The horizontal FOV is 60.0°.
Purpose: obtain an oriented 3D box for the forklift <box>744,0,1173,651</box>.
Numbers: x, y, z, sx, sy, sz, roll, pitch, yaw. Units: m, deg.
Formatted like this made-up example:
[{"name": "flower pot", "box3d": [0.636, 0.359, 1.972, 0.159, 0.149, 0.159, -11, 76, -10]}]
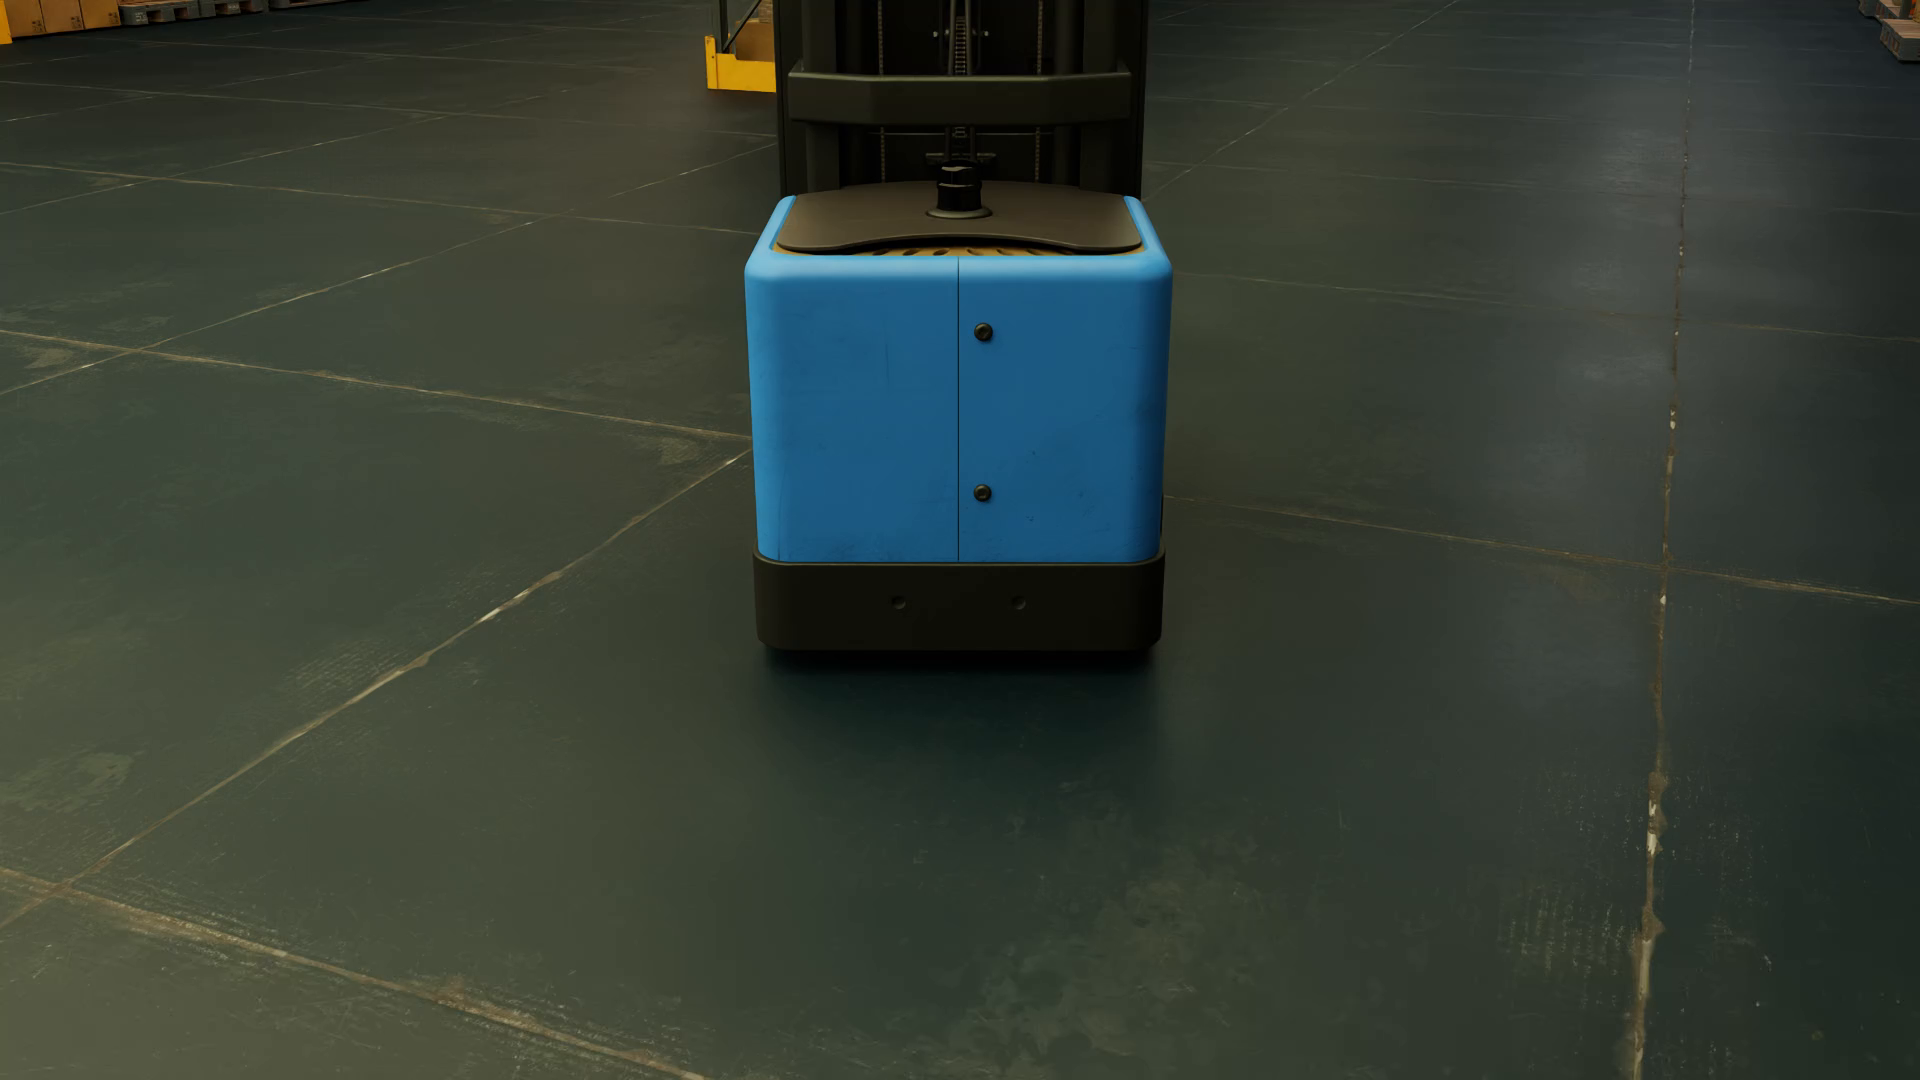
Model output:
[{"name": "forklift", "box3d": [0.002, -1.587, 5.089, 1.130, 2.935, 3.031, 0, 23, 0]}]
